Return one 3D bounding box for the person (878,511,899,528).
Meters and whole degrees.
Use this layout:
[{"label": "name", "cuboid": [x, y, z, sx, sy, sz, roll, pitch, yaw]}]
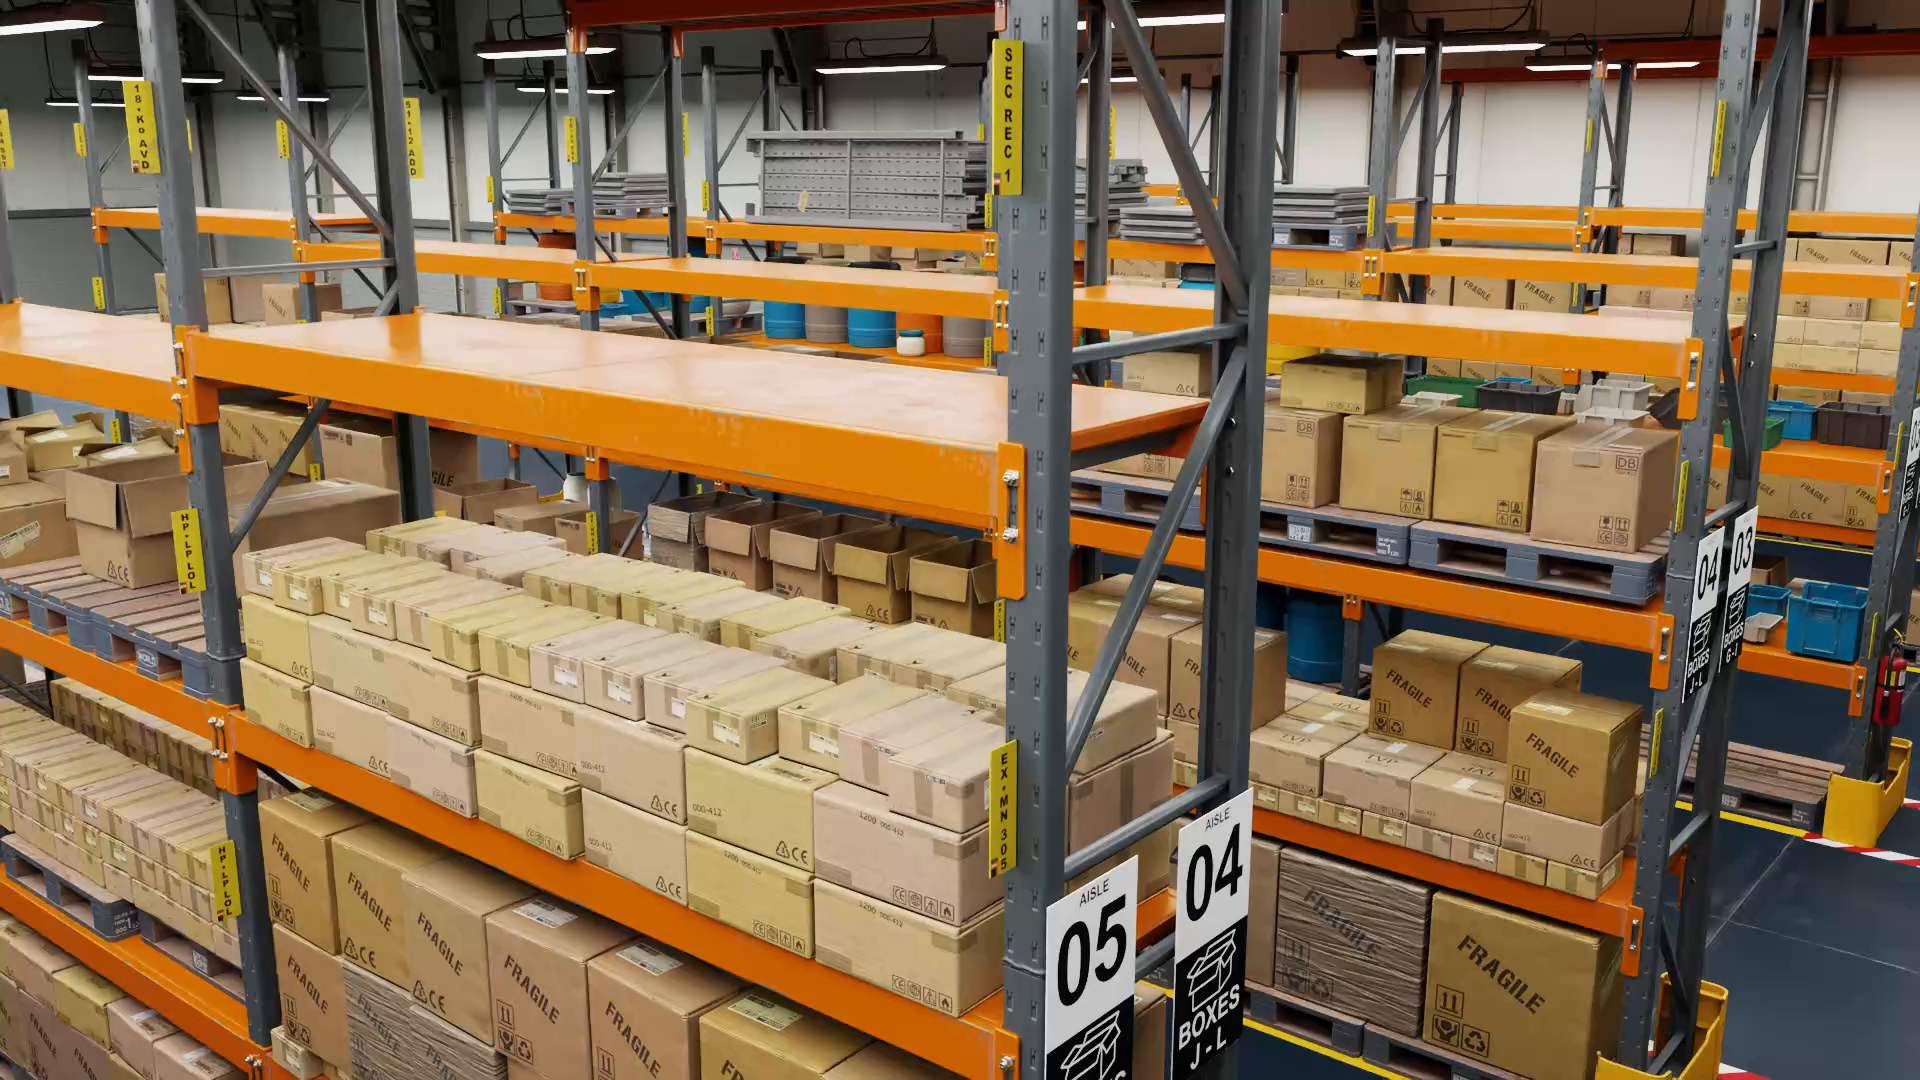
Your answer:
[{"label": "person", "cuboid": [-0.809, -0.497, 20.001, 0.433, 1.571, 0.765, -7, 15, -25]}]
